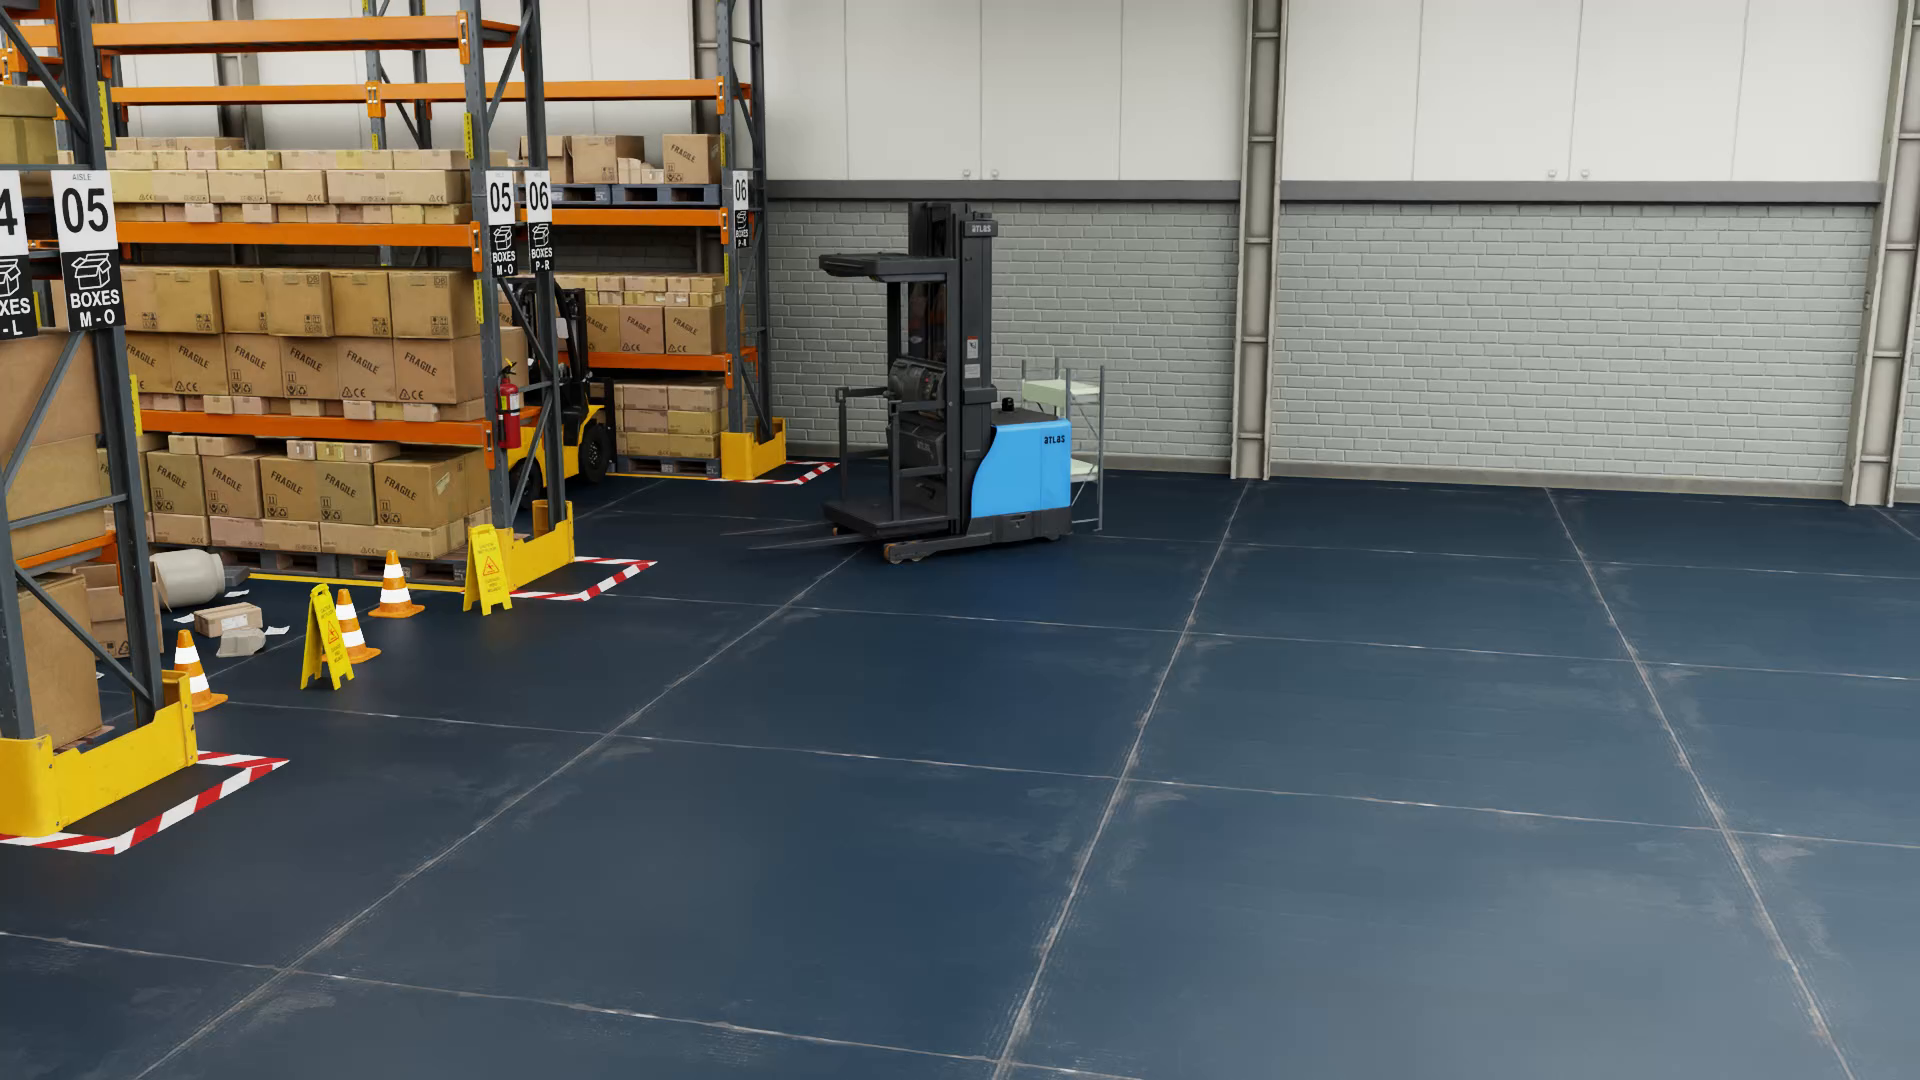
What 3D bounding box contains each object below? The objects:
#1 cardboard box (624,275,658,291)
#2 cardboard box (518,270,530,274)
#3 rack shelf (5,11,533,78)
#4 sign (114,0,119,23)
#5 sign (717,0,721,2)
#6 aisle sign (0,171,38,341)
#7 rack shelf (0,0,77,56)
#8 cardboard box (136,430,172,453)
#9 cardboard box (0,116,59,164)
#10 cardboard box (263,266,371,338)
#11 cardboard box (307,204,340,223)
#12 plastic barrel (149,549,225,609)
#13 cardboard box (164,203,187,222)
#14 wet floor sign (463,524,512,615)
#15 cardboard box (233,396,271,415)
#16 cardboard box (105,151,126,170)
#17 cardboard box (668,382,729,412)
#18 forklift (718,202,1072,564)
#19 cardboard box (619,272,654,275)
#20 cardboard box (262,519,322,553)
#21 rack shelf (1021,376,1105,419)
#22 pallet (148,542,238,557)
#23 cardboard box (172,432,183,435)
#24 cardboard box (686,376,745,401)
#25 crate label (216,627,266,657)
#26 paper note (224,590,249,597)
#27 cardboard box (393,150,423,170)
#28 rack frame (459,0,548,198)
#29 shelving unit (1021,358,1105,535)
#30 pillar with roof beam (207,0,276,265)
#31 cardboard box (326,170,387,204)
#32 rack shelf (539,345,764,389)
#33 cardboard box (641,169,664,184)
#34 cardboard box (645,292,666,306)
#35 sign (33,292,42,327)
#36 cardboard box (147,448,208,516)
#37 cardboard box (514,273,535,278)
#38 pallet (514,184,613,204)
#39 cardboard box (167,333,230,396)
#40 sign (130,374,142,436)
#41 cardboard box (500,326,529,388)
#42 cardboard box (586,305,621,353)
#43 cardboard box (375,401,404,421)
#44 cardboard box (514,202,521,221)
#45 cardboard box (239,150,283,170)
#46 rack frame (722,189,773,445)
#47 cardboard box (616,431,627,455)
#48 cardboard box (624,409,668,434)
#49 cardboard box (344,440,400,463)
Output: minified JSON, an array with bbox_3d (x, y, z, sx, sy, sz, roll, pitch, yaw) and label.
[{"bbox_3d":[-3.394,-2.752,17.799,0.250,0.149,0.380,3,13,14],"label":"cardboard box"},{"bbox_3d":[-4.767,-2.940,18.644,0.250,0.149,0.380,3,13,13],"label":"cardboard box"},{"bbox_3d":[-5.392,-3.860,13.026,4.000,0.370,1.077,3,13,14],"label":"rack shelf"},{"bbox_3d":[-9.902,-6.219,19.466,0.005,0.325,0.100,3,13,14],"label":"sign"},{"bbox_3d":[-2.408,-5.535,16.565,0.005,0.325,0.100,3,13,14],"label":"sign"},{"bbox_3d":[-4.541,-1.337,7.832,0.004,0.787,0.394,3,13,14],"label":"aisle sign"},{"bbox_3d":[-6.480,-2.621,8.354,4.000,0.370,1.077,3,13,14],"label":"rack shelf"},{"bbox_3d":[-6.718,-0.827,13.686,0.250,0.149,0.380,3,13,14],"label":"cardboard box"},{"bbox_3d":[-4.945,-2.004,8.374,0.500,0.250,0.500,3,13,13],"label":"cardboard box"},{"bbox_3d":[-5.008,-1.876,13.038,0.500,0.500,0.700,3,13,13],"label":"cardboard box"},{"bbox_3d":[-4.846,-2.539,12.908,0.250,0.149,0.380,3,13,13],"label":"cardboard box"},{"bbox_3d":[-5.818,0.288,12.457,0.512,0.421,0.421,-9,15,-35],"label":"plastic barrel"},{"bbox_3d":[-6.091,-2.610,13.226,0.250,0.149,0.380,3,13,12],"label":"cardboard box"},{"bbox_3d":[-3.522,0.204,12.326,0.232,0.644,0.267,8,15,33],"label":"wet floor sign"},{"bbox_3d":[-5.614,-1.106,13.375,0.250,0.149,0.380,3,13,13],"label":"cardboard box"},{"bbox_3d":[-6.592,-3.011,13.195,0.250,0.149,0.380,3,13,12],"label":"cardboard box"},{"bbox_3d":[-2.786,-1.534,17.792,0.500,0.250,0.500,4,13,15],"label":"cardboard box"},{"bbox_3d":[-0.548,-1.364,14.113,3.031,2.935,1.130,-7,14,-29],"label":"forklift"},{"bbox_3d":[-3.544,-2.854,18.255,0.250,0.149,0.380,3,13,15],"label":"cardboard box"},{"bbox_3d":[-5.310,-0.083,13.562,0.500,0.250,0.500,3,13,12],"label":"cardboard box"},{"bbox_3d":[0.930,-1.253,15.115,0.431,0.370,0.720,-7,14,-29],"label":"rack shelf"},{"bbox_3d":[-6.673,0.001,14.244,1.213,0.211,1.003,3,13,14],"label":"pallet"},{"bbox_3d":[-6.695,-0.643,14.353,0.500,0.500,0.500,3,13,13],"label":"cardboard box"},{"bbox_3d":[-2.686,-1.640,18.271,0.500,0.250,0.500,3,13,13],"label":"cardboard box"},{"bbox_3d":[-4.891,0.689,11.311,0.298,0.136,0.250,-4,13,-16],"label":"crate label"},{"bbox_3d":[-5.577,0.408,12.823,0.148,0.019,0.142,-1,13,-6],"label":"paper note"},{"bbox_3d":[-4.090,-2.889,12.642,0.250,0.149,0.380,3,13,15],"label":"cardboard box"},{"bbox_3d":[-3.450,-4.109,12.480,0.127,3.000,1.000,3,13,14],"label":"rack frame"},{"bbox_3d":[0.929,-0.872,15.199,0.431,1.500,0.755,-7,14,-29],"label":"shelving unit"},{"bbox_3d":[-9.581,-4.785,15.526,0.400,9.000,9.100,3,13,14],"label":"pillar with roof beam"},{"bbox_3d":[-4.496,-2.716,12.785,0.500,0.250,0.500,3,13,13],"label":"cardboard box"},{"bbox_3d":[-4.206,-1.977,18.381,4.000,0.370,1.077,3,13,14],"label":"rack shelf"},{"bbox_3d":[-3.142,-3.799,17.388,0.250,0.149,0.380,3,13,12],"label":"cardboard box"},{"bbox_3d":[-3.161,-2.583,17.720,0.250,0.149,0.380,3,13,15],"label":"cardboard box"},{"bbox_3d":[-7.463,-1.837,13.413,0.005,0.325,0.100,3,13,14],"label":"sign"},{"bbox_3d":[-6.303,-0.504,13.729,0.500,0.500,0.500,4,13,16],"label":"cardboard box"},{"bbox_3d":[-4.640,-2.814,18.076,0.250,0.149,0.380,3,13,13],"label":"cardboard box"},{"bbox_3d":[-4.133,-3.751,17.994,1.213,0.211,1.003,3,13,14],"label":"pallet"},{"bbox_3d":[-5.996,-1.451,13.430,0.500,0.500,0.500,3,13,13],"label":"cardboard box"},{"bbox_3d":[-4.399,-0.712,8.837,0.005,0.325,0.100,3,13,14],"label":"sign"},{"bbox_3d":[-3.843,-1.458,13.461,0.500,0.500,0.500,3,13,13],"label":"cardboard box"},{"bbox_3d":[-3.804,-2.299,17.941,0.500,0.500,0.500,3,13,12],"label":"cardboard box"},{"bbox_3d":[-4.381,-1.040,13.076,0.250,0.149,0.380,3,13,13],"label":"cardboard box"},{"bbox_3d":[-3.694,-2.608,13.218,0.250,0.149,0.380,3,13,14],"label":"cardboard box"},{"bbox_3d":[-5.346,-2.940,12.872,0.250,0.149,0.380,3,13,15],"label":"cardboard box"},{"bbox_3d":[-2.264,-2.225,17.836,0.127,3.000,1.000,3,13,14],"label":"rack frame"},{"bbox_3d":[-3.760,-1.101,18.149,0.500,0.250,0.500,3,13,14],"label":"cardboard box"},{"bbox_3d":[-3.296,-1.319,17.979,0.500,0.250,0.500,3,13,13],"label":"cardboard box"},{"bbox_3d":[-4.663,-0.718,13.193,0.250,0.149,0.380,3,13,15],"label":"cardboard box"}]
